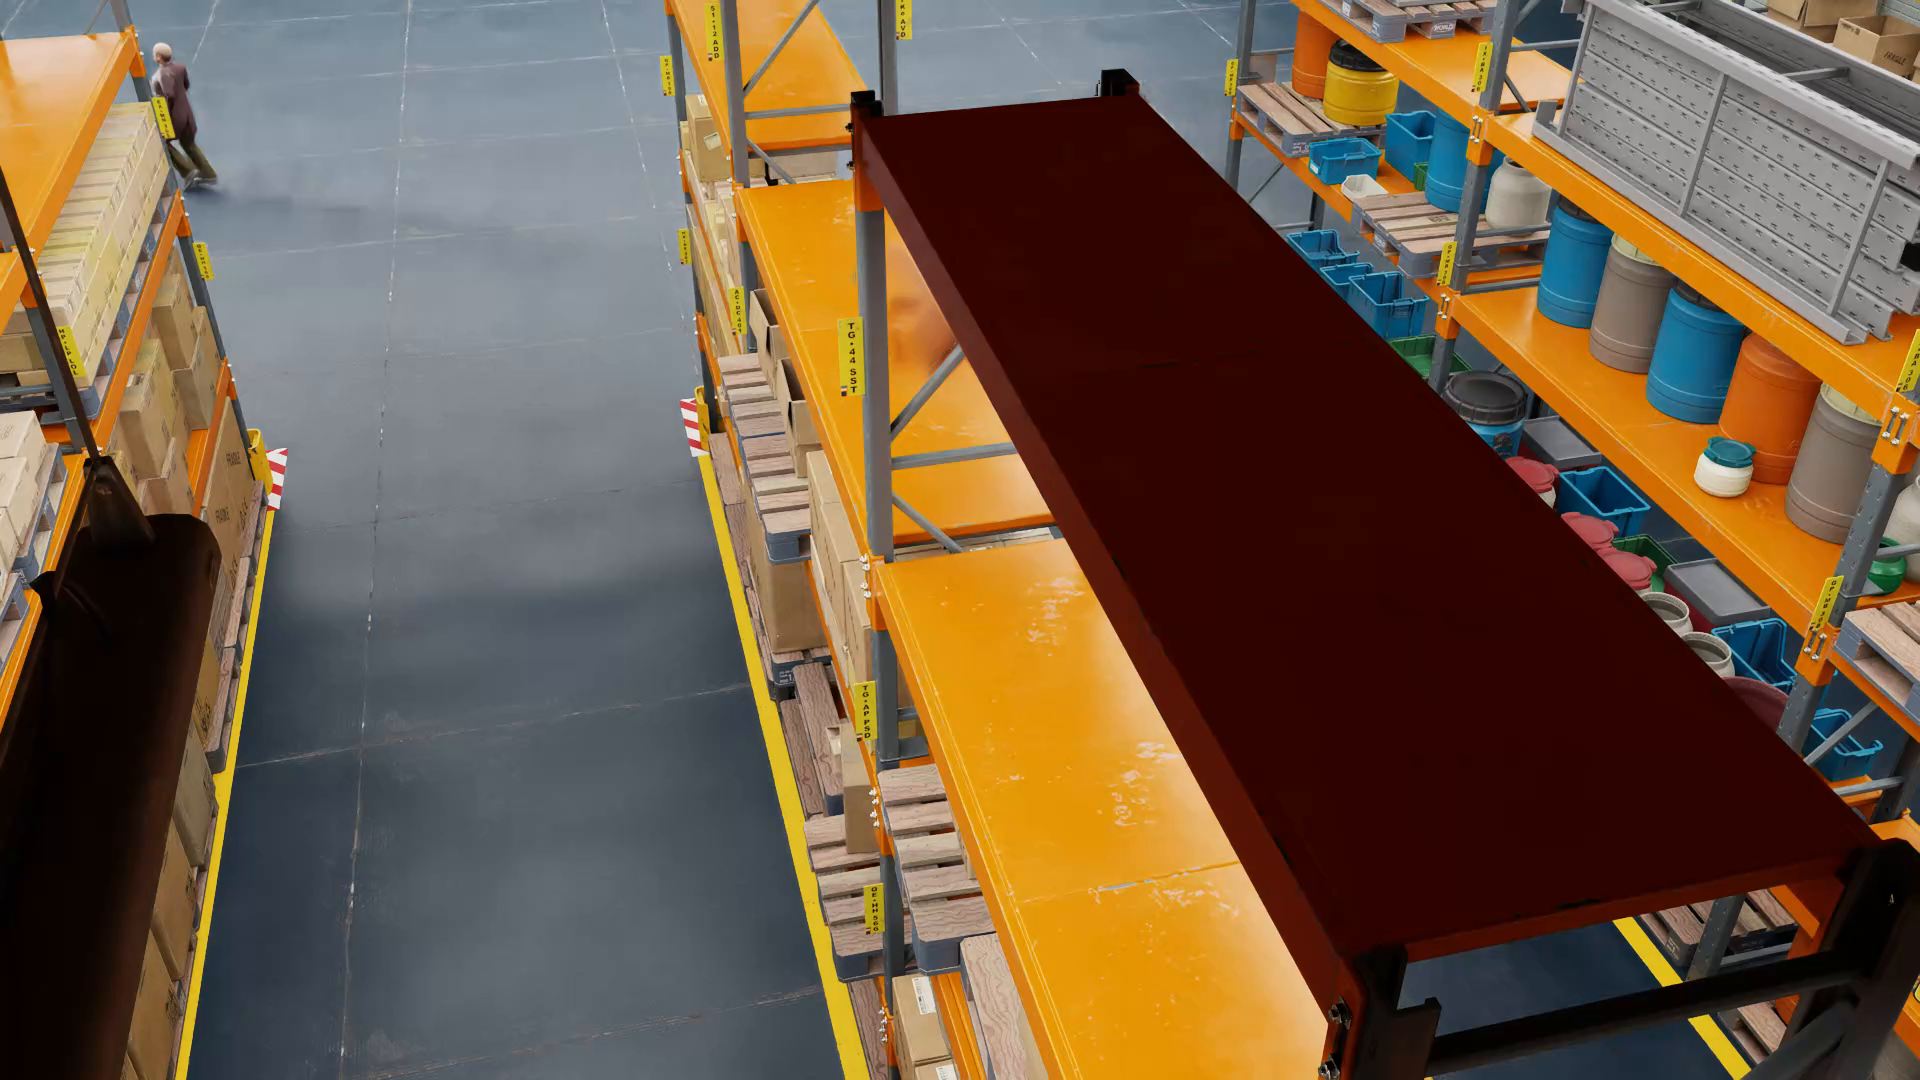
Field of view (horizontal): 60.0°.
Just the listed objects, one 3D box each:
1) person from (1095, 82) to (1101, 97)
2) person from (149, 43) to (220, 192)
[{"bbox_3d":[1.594,-4.511,19.176,0.633,1.660,0.587,4,35,6],"label":"person"},{"bbox_3d":[-9.437,-5.059,19.931,0.705,1.797,0.688,8,35,11],"label":"person"}]
